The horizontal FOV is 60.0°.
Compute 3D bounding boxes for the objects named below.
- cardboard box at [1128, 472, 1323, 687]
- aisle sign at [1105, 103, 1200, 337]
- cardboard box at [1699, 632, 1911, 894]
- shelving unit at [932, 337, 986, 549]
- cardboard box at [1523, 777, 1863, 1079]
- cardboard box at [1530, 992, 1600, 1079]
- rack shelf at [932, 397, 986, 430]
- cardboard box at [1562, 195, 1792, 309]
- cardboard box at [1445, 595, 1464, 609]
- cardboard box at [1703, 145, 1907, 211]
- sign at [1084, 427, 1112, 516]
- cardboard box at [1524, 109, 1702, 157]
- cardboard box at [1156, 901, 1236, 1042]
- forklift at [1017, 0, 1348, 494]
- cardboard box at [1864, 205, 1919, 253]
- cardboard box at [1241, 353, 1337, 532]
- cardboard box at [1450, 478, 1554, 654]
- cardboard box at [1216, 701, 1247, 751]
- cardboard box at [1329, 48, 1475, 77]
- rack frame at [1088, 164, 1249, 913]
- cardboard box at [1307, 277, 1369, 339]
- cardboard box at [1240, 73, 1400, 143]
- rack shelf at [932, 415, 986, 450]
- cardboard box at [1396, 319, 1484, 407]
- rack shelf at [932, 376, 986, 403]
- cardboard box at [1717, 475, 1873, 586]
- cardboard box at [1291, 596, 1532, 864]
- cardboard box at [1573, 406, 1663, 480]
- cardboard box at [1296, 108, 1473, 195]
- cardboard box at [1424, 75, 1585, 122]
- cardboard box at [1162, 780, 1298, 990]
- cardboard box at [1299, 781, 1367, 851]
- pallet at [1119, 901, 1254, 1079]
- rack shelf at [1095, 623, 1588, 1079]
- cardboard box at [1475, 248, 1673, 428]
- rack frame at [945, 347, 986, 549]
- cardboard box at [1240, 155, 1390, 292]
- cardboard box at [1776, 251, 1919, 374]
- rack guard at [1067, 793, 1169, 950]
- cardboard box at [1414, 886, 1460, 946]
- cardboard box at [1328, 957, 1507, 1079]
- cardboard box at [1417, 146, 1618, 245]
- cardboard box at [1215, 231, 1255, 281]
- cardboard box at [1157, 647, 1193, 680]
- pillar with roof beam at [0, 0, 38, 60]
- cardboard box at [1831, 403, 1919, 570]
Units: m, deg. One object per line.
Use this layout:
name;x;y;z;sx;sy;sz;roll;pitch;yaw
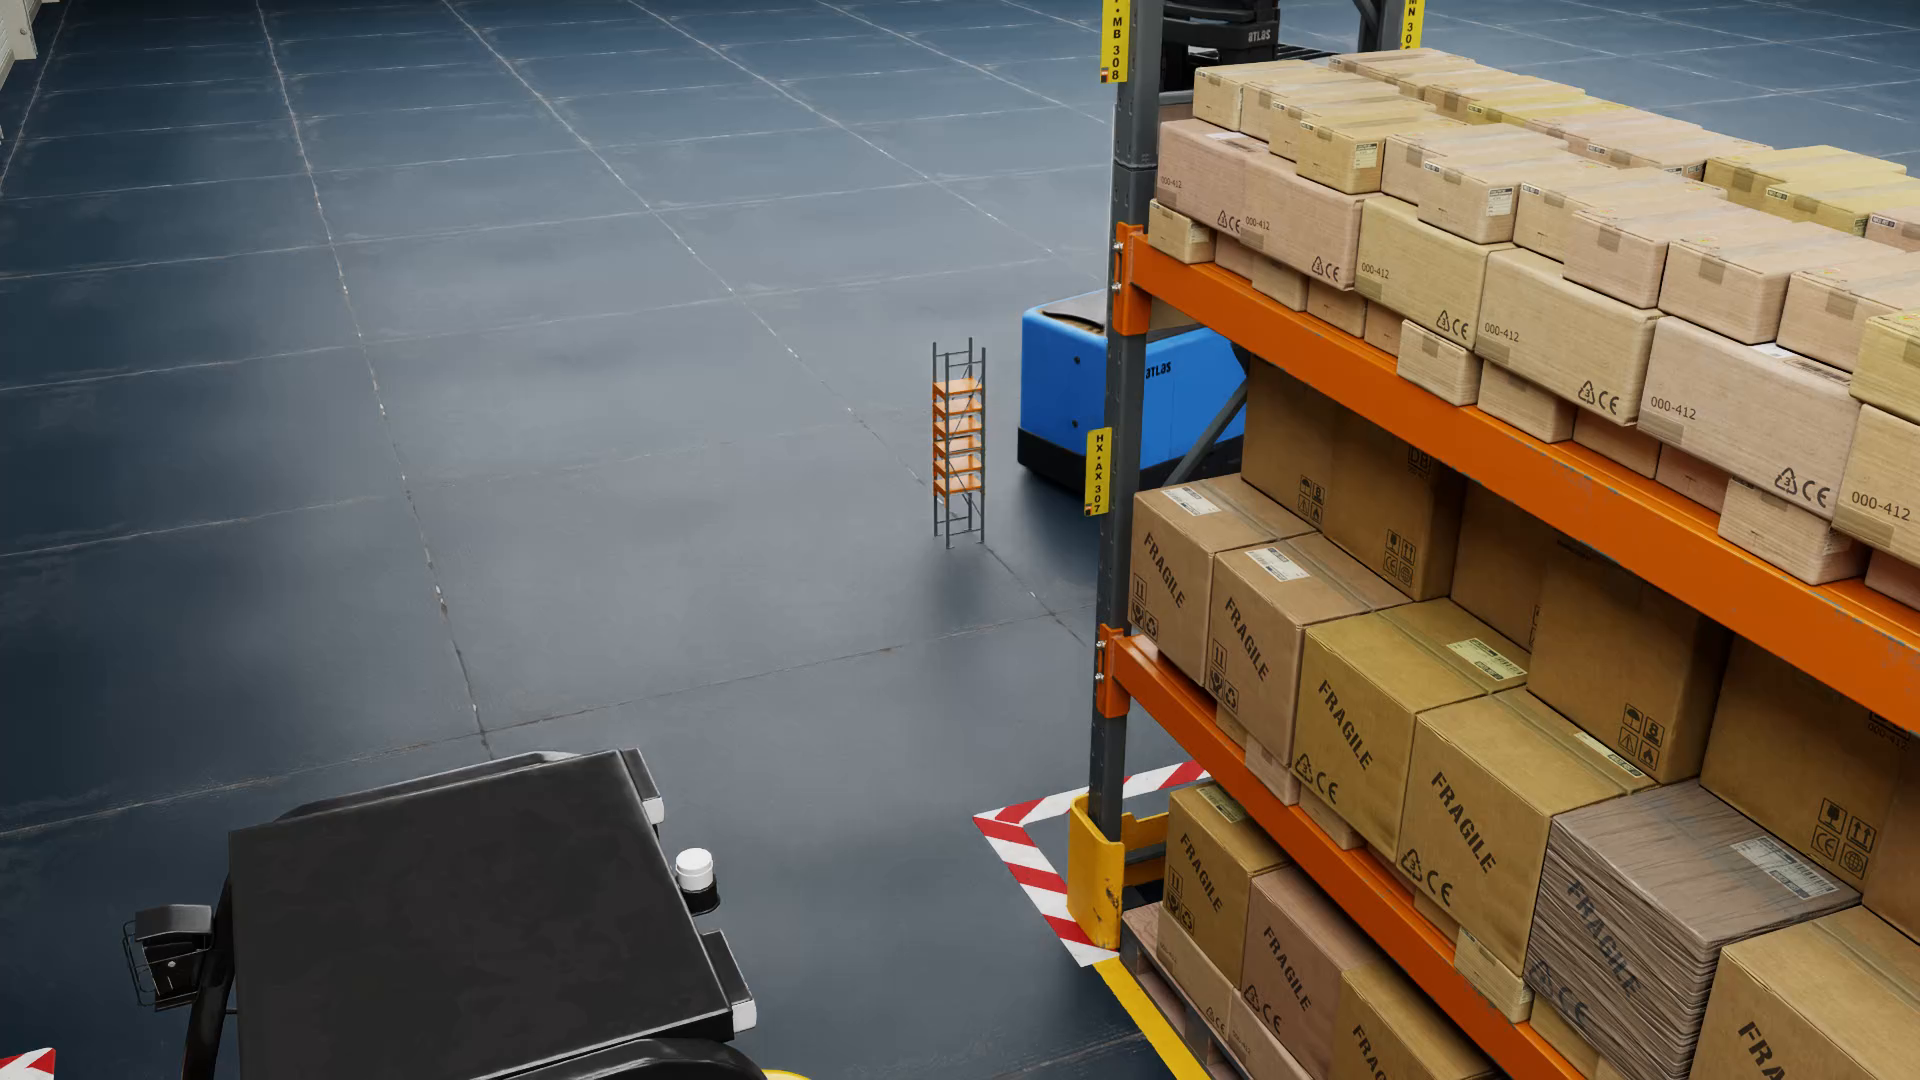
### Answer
cardboard box;0.917;0.118;5.637;0.500;0.500;0.500;-11;28;-21
aisle sign;0.677;-1.083;5.585;0.394;0.787;0.004;-11;28;-21
cardboard box;2.228;0.412;3.895;0.700;0.500;0.500;-11;28;-22
shelving unit;-0.006;-0.545;9.499;0.258;1.200;0.189;-11;28;-21
cardboard box;1.735;0.942;3.950;0.500;0.500;0.500;-10;28;-19
cardboard box;1.673;1.190;4.181;0.380;0.149;0.250;-11;28;-22
rack shelf;-0.006;-0.721;9.413;0.258;0.103;0.180;-11;28;-21
cardboard box;1.533;-0.621;3.562;0.380;0.149;0.250;-10;28;-20
cardboard box;1.644;0.253;5.359;0.500;0.500;0.500;-11;28;-20
cardboard box;2.022;-0.837;4.004;0.380;0.149;0.250;-10;28;-19
sign;0.487;-0.238;5.833;0.100;0.325;0.005;-11;28;-21
cardboard box;1.714;-1.028;4.396;0.380;0.149;0.250;-11;28;-21
cardboard box;1.048;1.477;5.961;0.500;0.250;0.500;-11;28;-21
forklift;1.828;-2.009;10.524;3.031;2.935;1.130;-20;32;-35
cardboard box;2.169;-0.621;3.561;0.380;0.149;0.250;-11;28;-21
cardboard box;1.387;-0.402;5.562;0.700;0.500;0.500;-11;28;-22
cardboard box;1.873;-0.008;4.755;0.700;0.500;0.500;-11;28;-21
cardboard box;1.070;0.563;5.463;0.380;0.149;0.250;-12;28;-22
cardboard box;1.391;-1.450;5.260;0.380;0.149;0.250;-10;28;-20
rack frame;0.986;0.057;6.214;1.000;3.000;0.127;-11;28;-21
cardboard box;1.194;-0.689;4.609;0.380;0.149;0.250;-11;28;-21
cardboard box;1.051;-1.258;4.867;0.380;0.149;0.250;-11;28;-21
rack shelf;-0.006;-0.613;9.466;0.258;0.103;0.180;-11;28;-21
cardboard box;1.327;-0.467;4.155;0.380;0.149;0.250;-10;28;-20
rack shelf;-0.006;-0.829;9.360;0.258;0.103;0.180;-11;28;-21
cardboard box;1.759;-0.056;3.313;0.380;0.149;0.250;-10;28;-19
cardboard box;1.323;0.532;4.789;0.500;0.500;0.500;-11;28;-22
cardboard box;1.631;-0.278;3.769;0.380;0.149;0.250;-11;28;-21
cardboard box;1.122;-1.033;4.405;0.380;0.149;0.250;-11;28;-21
cardboard box;1.573;-1.240;4.829;0.380;0.149;0.250;-11;28;-21
cardboard box;1.058;1.150;5.777;0.500;0.500;0.500;-12;28;-22
cardboard box;1.259;0.772;5.035;0.380;0.149;0.250;-10;28;-19
pallet;1.302;1.675;6.079;1.003;0.211;1.213;-11;28;-21
rack shelf;1.770;1.188;4.718;1.077;0.370;4.000;-11;28;-21
cardboard box;1.534;-0.489;3.745;0.500;0.250;0.500;-10;28;-20
rack frame;0.030;-0.508;9.423;0.240;1.200;0.006;-11;28;-21
cardboard box;1.126;-0.903;4.594;0.500;0.250;0.500;-11;28;-21
cardboard box;1.806;-0.430;3.170;0.380;0.149;0.250;-11;28;-22
rack guard;1.016;1.211;6.699;1.175;0.500;0.348;-11;28;-21
cardboard box;1.494;0.980;4.610;0.380;0.149;0.250;-11;28;-22
cardboard box;1.455;1.564;4.928;0.500;0.500;0.500;-10;28;-20
cardboard box;1.334;-0.830;3.989;0.380;0.149;0.250;-10;28;-19
cardboard box;1.003;-0.897;5.037;0.380;0.149;0.250;-12;28;-22
cardboard box;0.929;0.343;5.915;0.380;0.149;0.250;-10;28;-20
pillar with roof beam;-9.574;-11.777;23.614;9.100;9.000;0.400;-11;28;-21
cardboard box;1.933;-0.078;2.904;0.500;0.250;0.500;-11;28;-21
